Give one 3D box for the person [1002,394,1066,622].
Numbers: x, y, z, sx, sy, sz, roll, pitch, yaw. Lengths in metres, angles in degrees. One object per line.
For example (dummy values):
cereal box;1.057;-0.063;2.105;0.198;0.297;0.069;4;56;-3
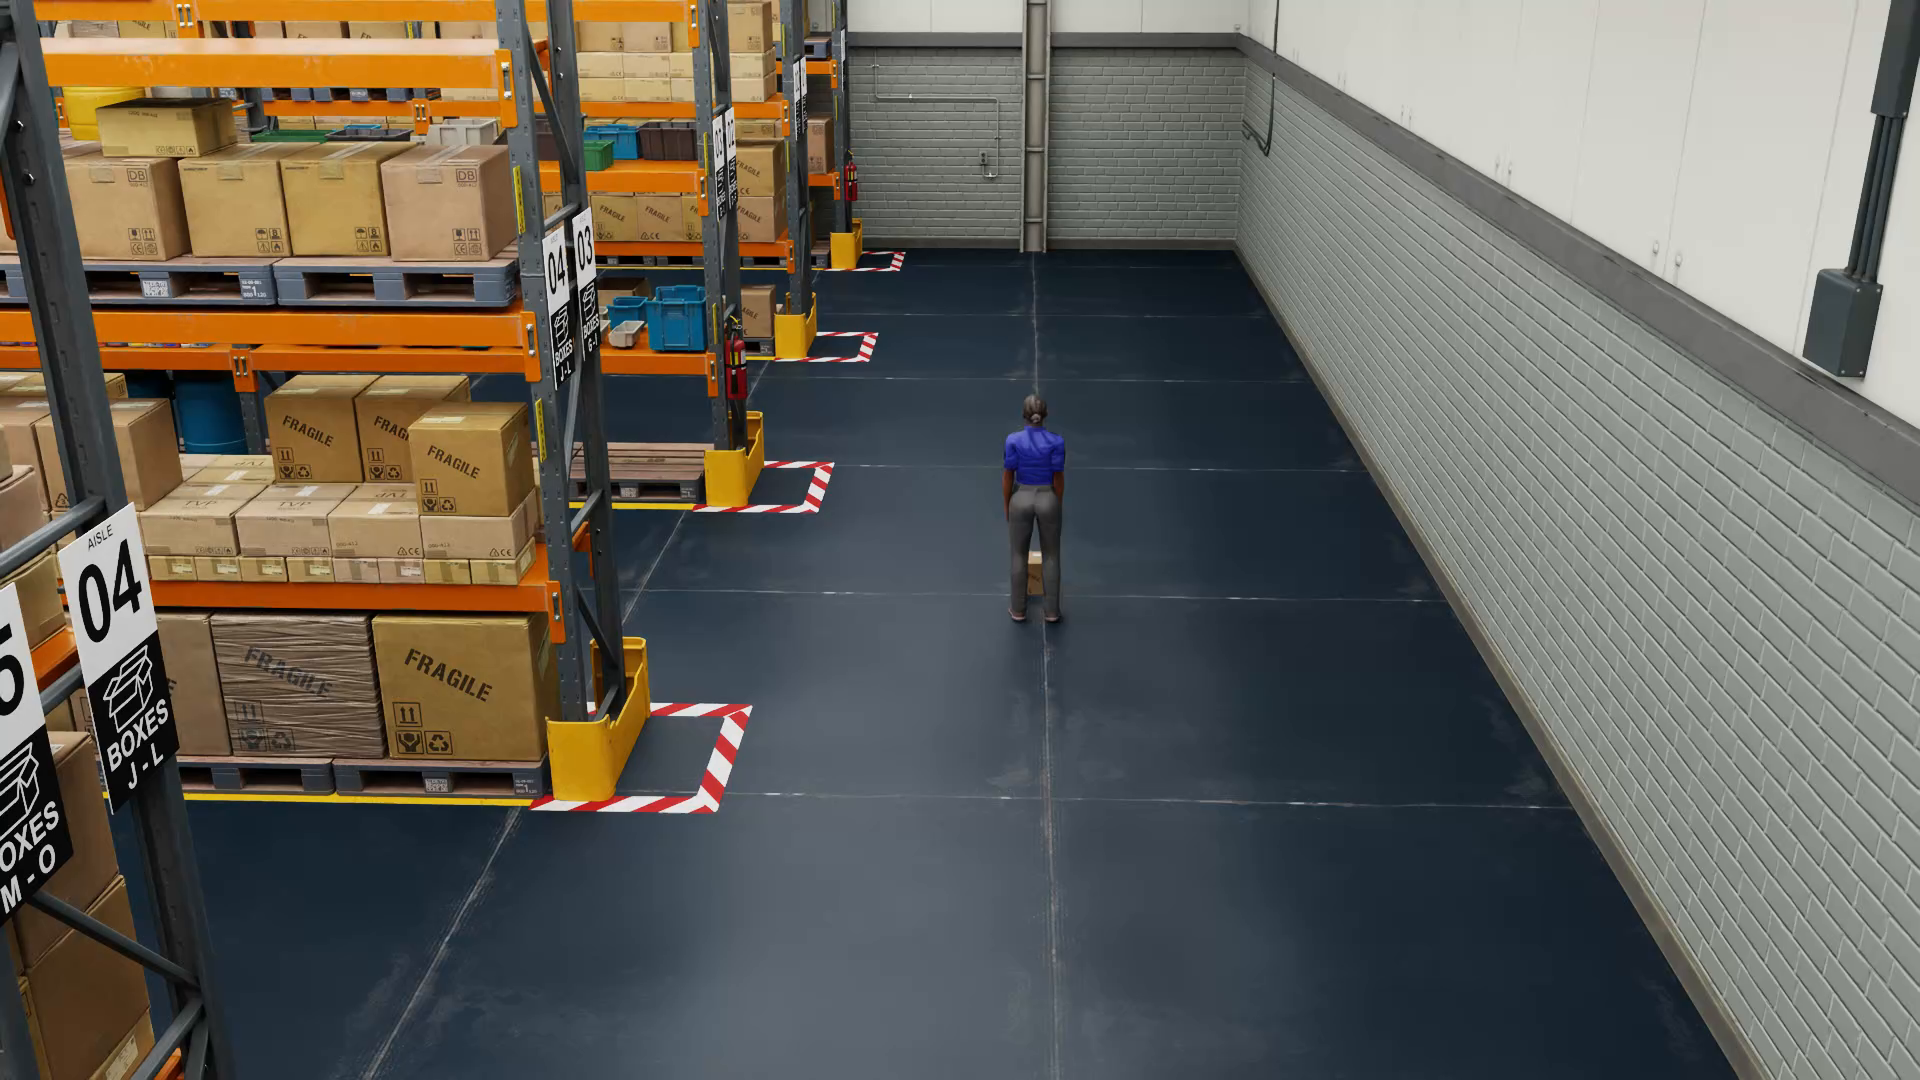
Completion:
person;0.514;-0.227;11.694;0.436;1.662;0.299;1;21;3
